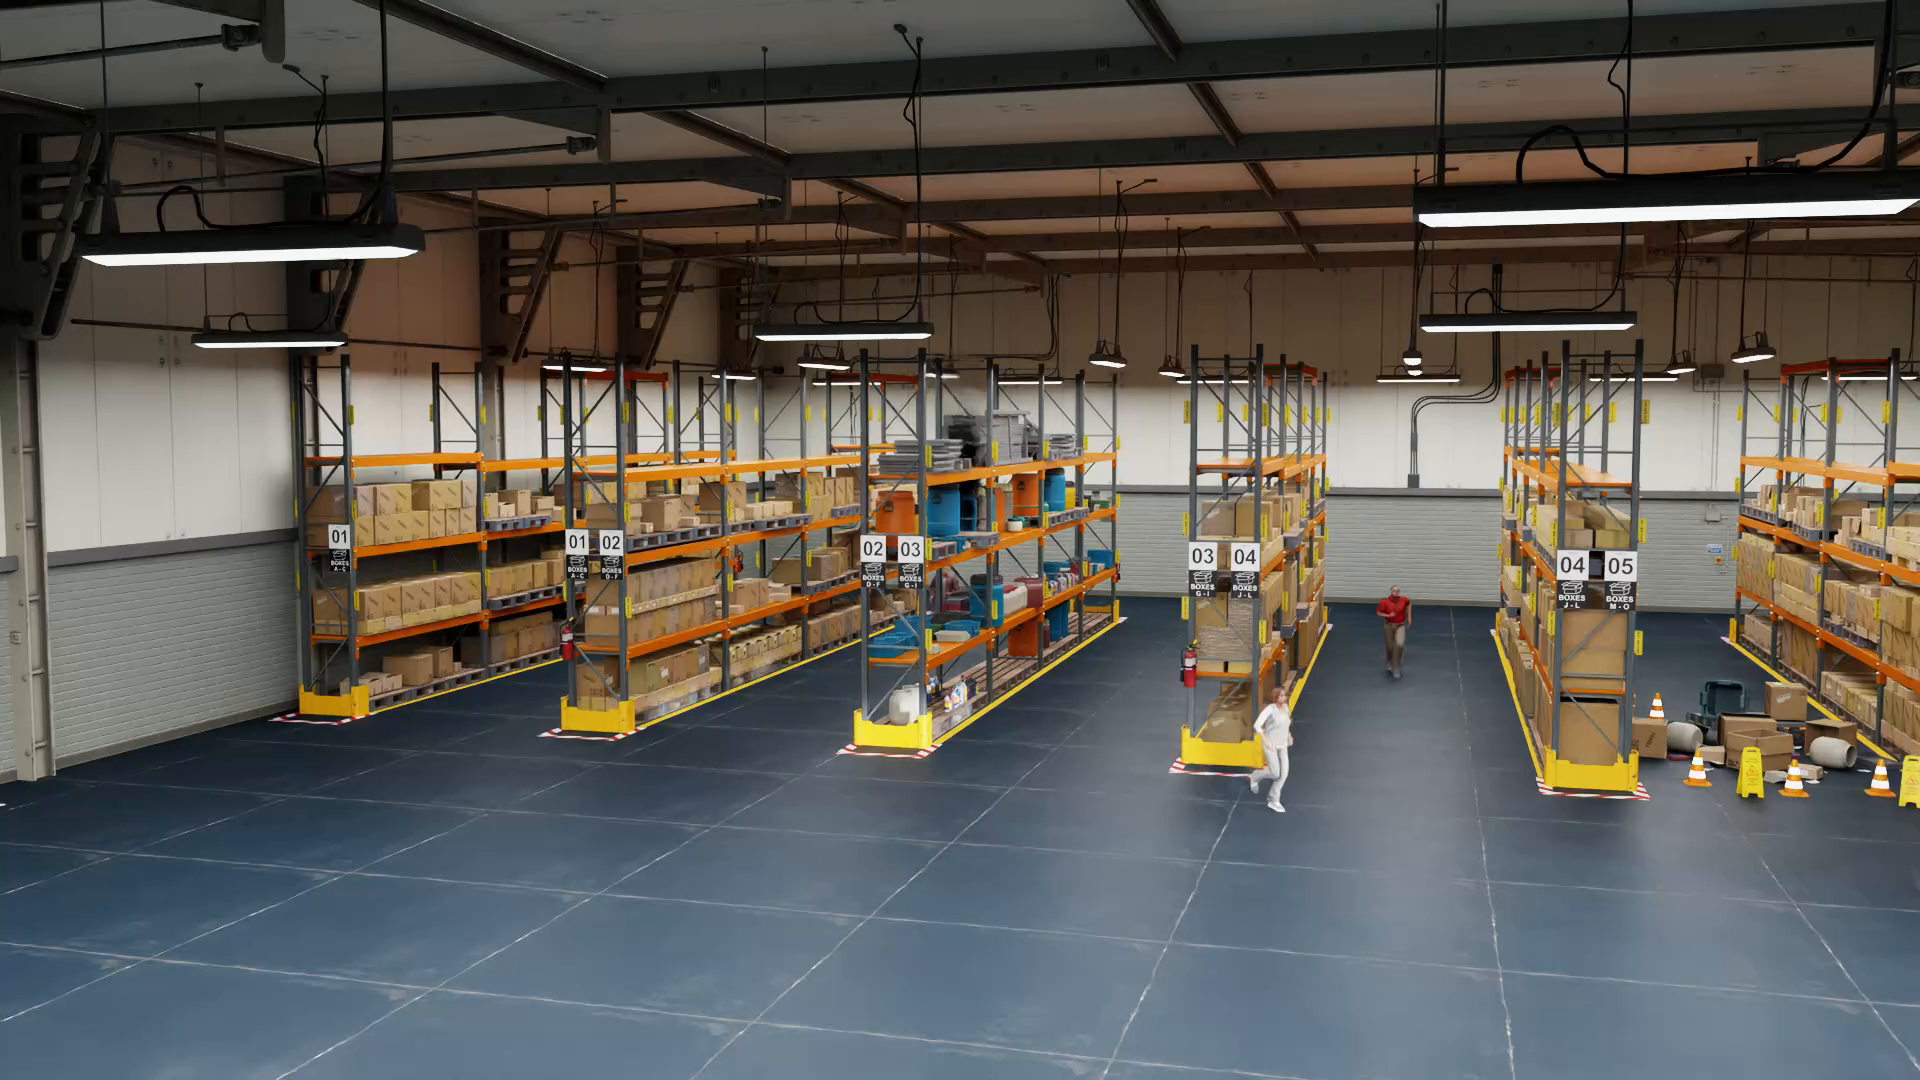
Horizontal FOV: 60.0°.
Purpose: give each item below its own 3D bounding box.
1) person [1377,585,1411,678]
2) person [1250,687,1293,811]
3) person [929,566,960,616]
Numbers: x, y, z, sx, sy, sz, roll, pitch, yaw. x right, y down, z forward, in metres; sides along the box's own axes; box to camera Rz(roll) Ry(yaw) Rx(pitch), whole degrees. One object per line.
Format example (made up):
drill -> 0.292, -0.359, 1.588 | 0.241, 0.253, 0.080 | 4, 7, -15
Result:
person -> 8.386, 1.749, 32.158 | 0.688, 1.786, 0.892 | 0, 4, 5
person -> 3.983, 2.643, 21.263 | 0.561, 1.568, 0.603 | -3, 5, -36
person -> -0.349, 1.414, 36.085 | 0.718, 1.753, 0.982 | 1, 4, 7
